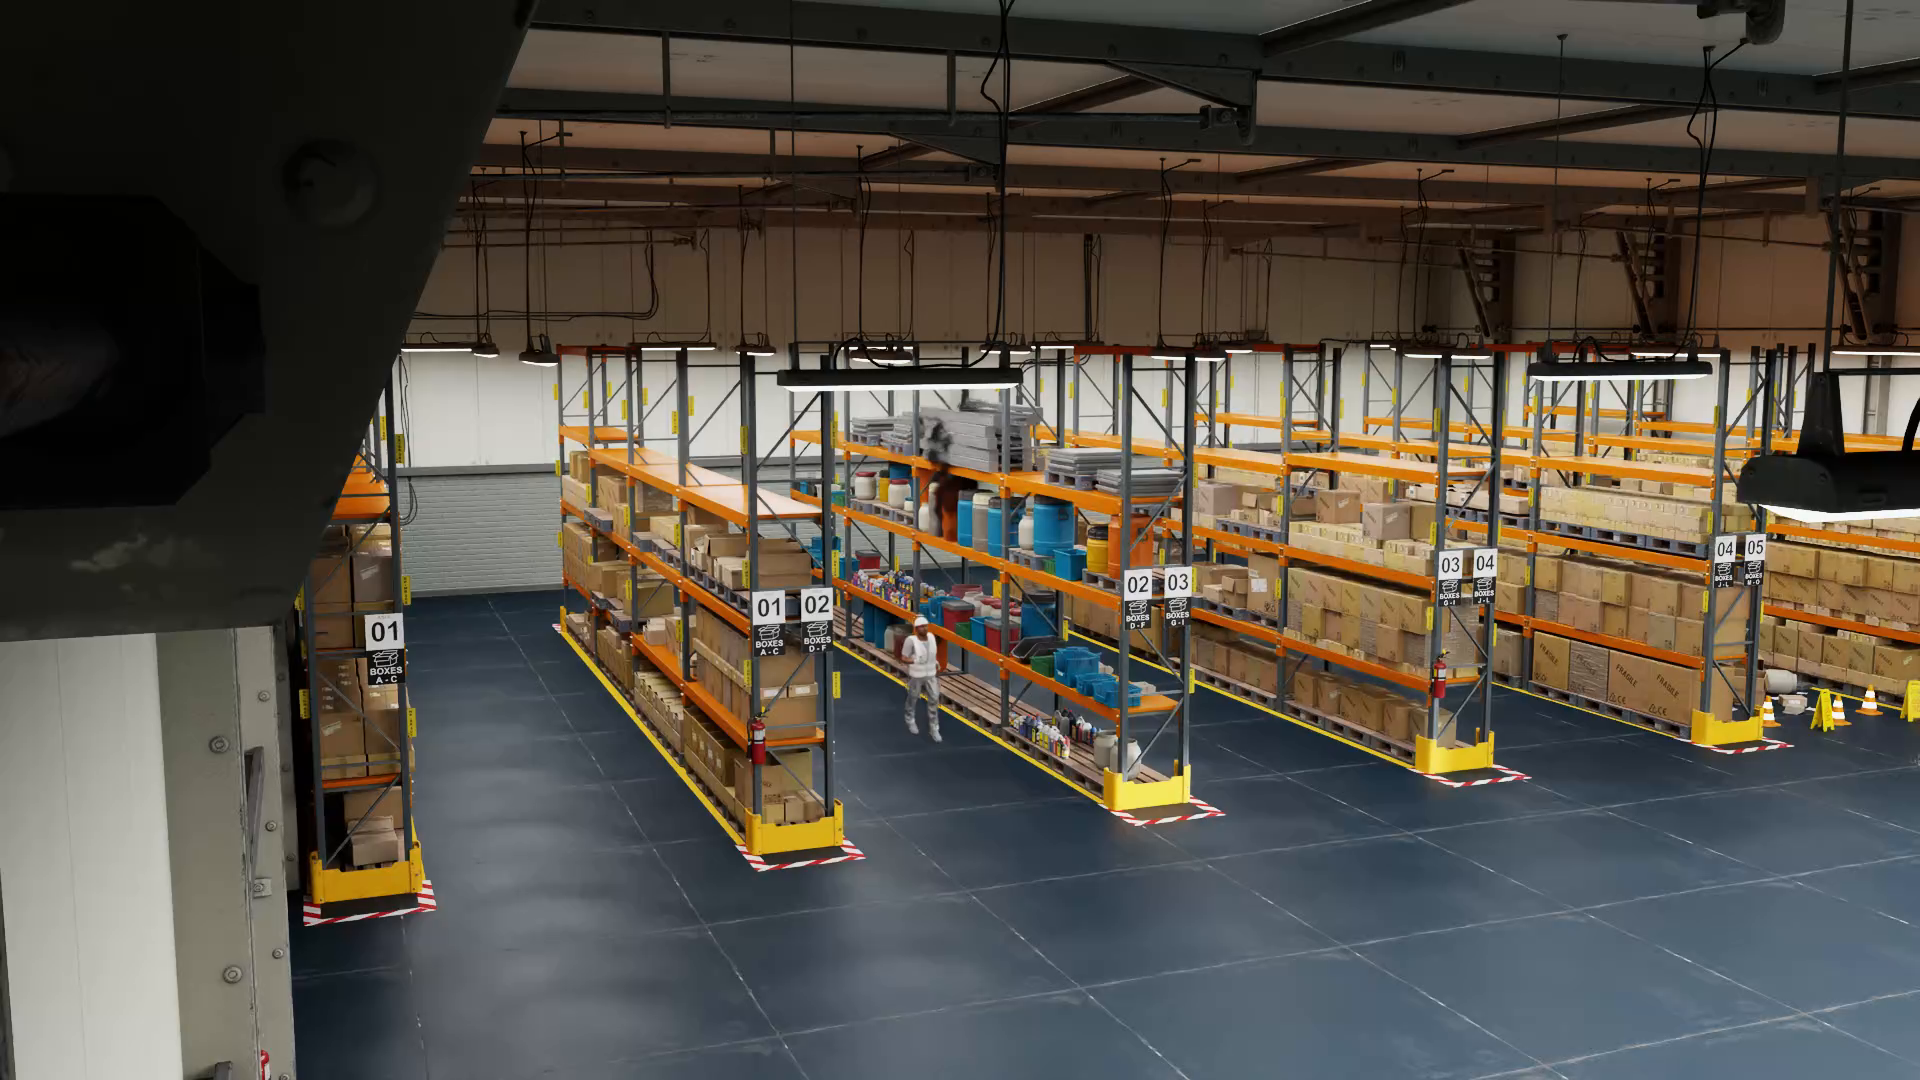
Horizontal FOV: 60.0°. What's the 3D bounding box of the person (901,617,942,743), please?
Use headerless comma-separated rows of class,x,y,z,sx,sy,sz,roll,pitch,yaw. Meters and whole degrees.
person,-0.565,2.041,24.758,0.672,1.819,0.894,-3,8,-25
